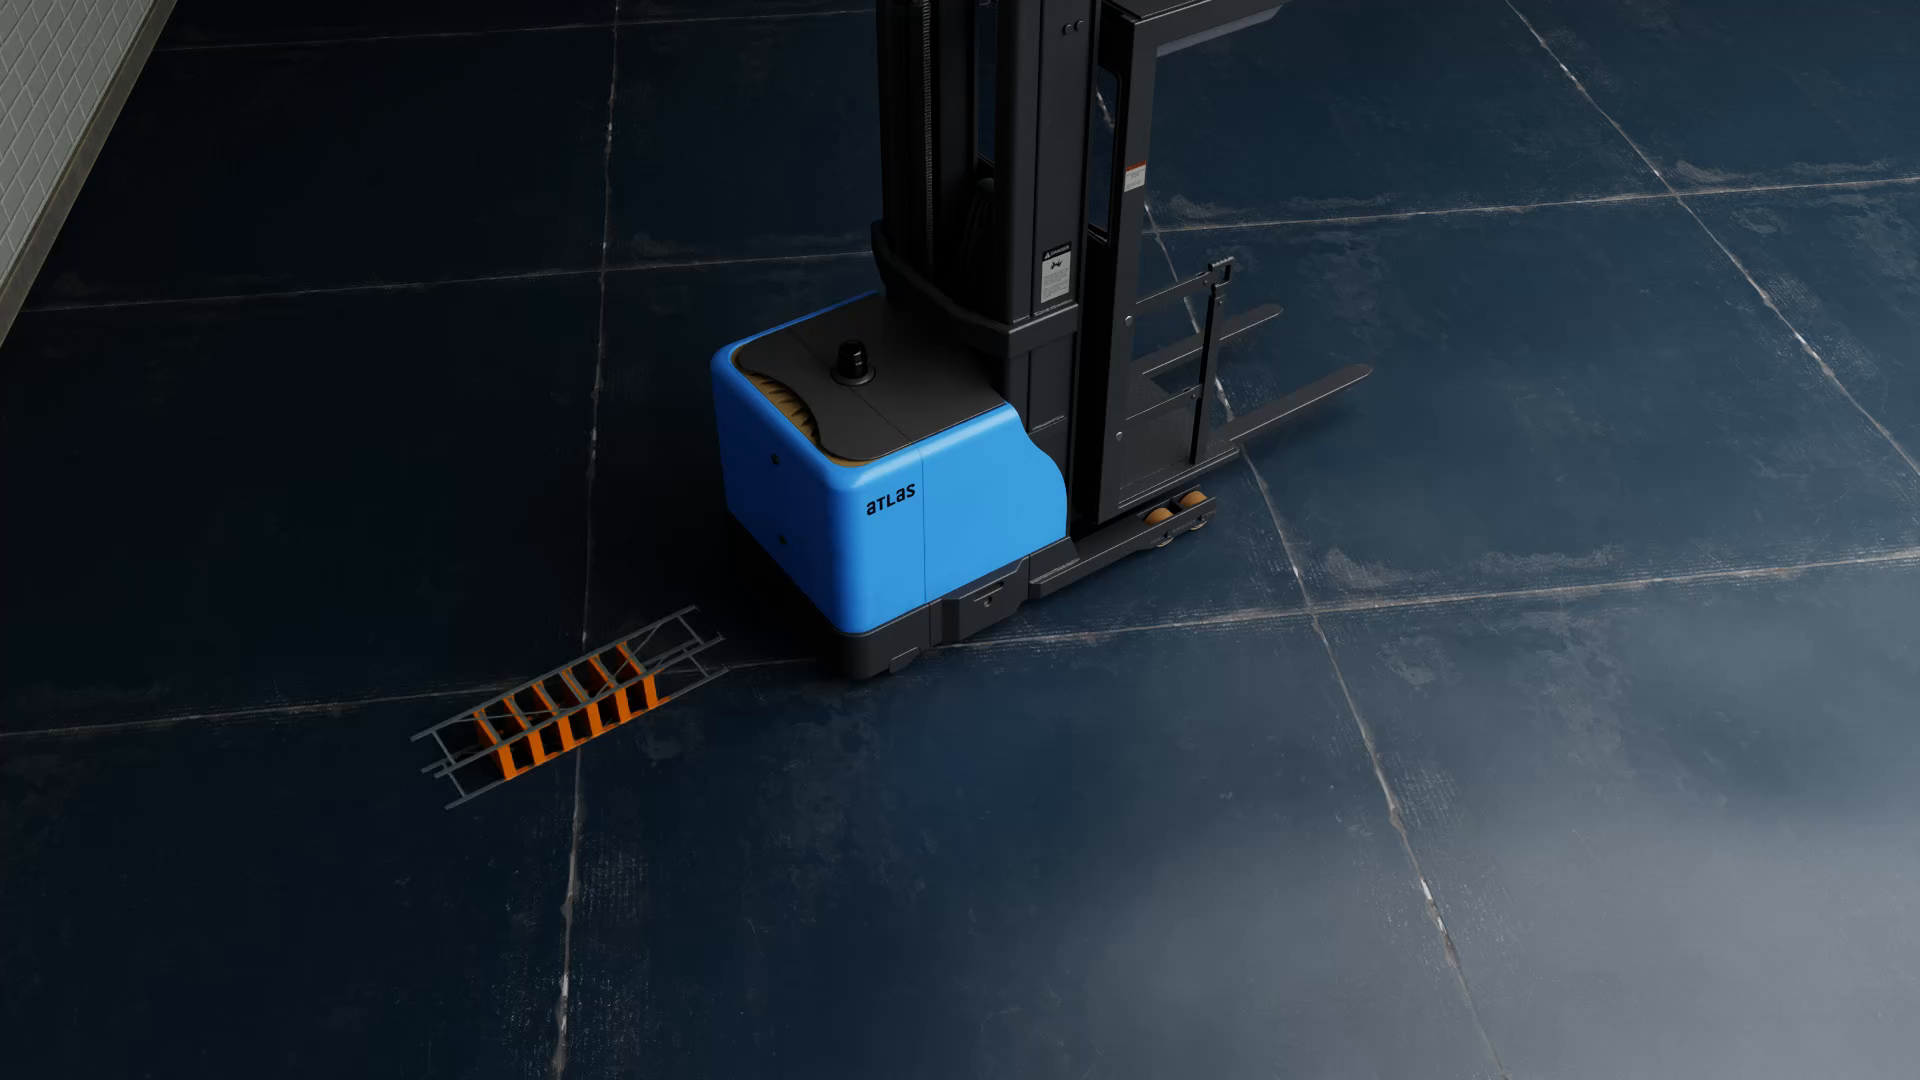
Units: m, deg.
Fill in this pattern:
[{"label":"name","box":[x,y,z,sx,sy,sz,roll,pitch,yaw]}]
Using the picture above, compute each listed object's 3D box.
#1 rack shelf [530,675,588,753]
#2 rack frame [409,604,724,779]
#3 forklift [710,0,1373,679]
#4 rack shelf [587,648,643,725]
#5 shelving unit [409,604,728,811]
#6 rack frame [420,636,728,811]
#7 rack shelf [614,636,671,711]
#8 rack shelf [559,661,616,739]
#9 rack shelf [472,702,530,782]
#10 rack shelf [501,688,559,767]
[{"label":"rack shelf","box":[-1.544,0.658,6.376,0.103,0.180,0.258,-26,48,-26]},{"label":"rack frame","box":[-1.483,0.561,6.347,1.200,0.006,0.240,-26,48,-26]},{"label":"forklift","box":[0.510,-1.327,6.533,3.031,2.935,1.130,-25,48,-25]},{"label":"rack shelf","box":[-1.350,0.563,6.481,0.103,0.180,0.258,-26,48,-26]},{"label":"shelving unit","box":[-1.483,0.628,6.409,1.200,0.189,0.258,-26,48,-26]},{"label":"rack frame","box":[-1.483,0.696,6.470,1.200,0.006,0.240,-26,48,-26]},{"label":"rack shelf","box":[-1.253,0.516,6.533,0.103,0.180,0.258,-26,48,-26]},{"label":"rack shelf","box":[-1.447,0.611,6.428,0.103,0.180,0.258,-26,48,-26]},{"label":"rack shelf","box":[-1.737,0.753,6.270,0.103,0.180,0.258,-26,48,-26]},{"label":"rack shelf","box":[-1.640,0.706,6.323,0.103,0.180,0.258,-26,48,-26]}]
